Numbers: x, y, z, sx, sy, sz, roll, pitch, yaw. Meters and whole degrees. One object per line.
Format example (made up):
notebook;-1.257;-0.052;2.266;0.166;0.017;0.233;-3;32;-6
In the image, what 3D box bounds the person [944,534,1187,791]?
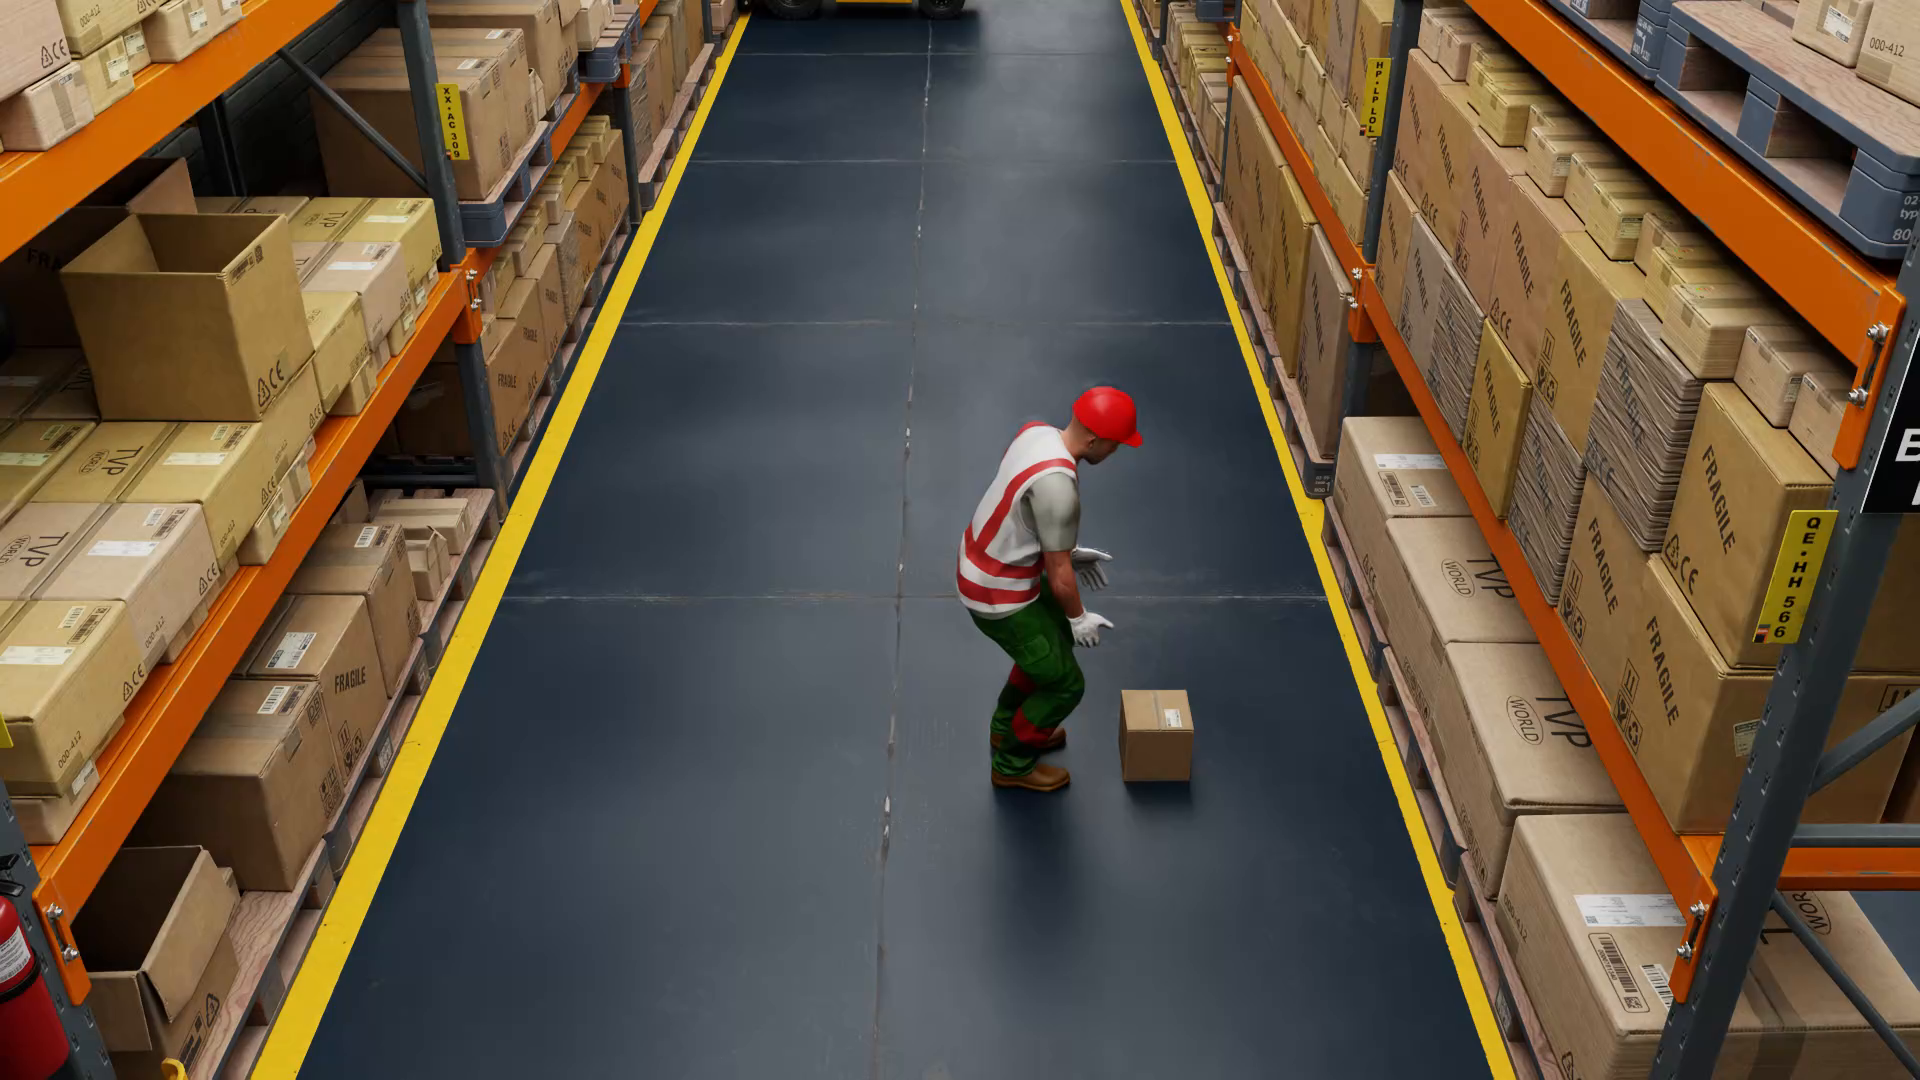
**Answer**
person;0.384;0.424;6.202;0.884;0.973;0.570;0;31;0
